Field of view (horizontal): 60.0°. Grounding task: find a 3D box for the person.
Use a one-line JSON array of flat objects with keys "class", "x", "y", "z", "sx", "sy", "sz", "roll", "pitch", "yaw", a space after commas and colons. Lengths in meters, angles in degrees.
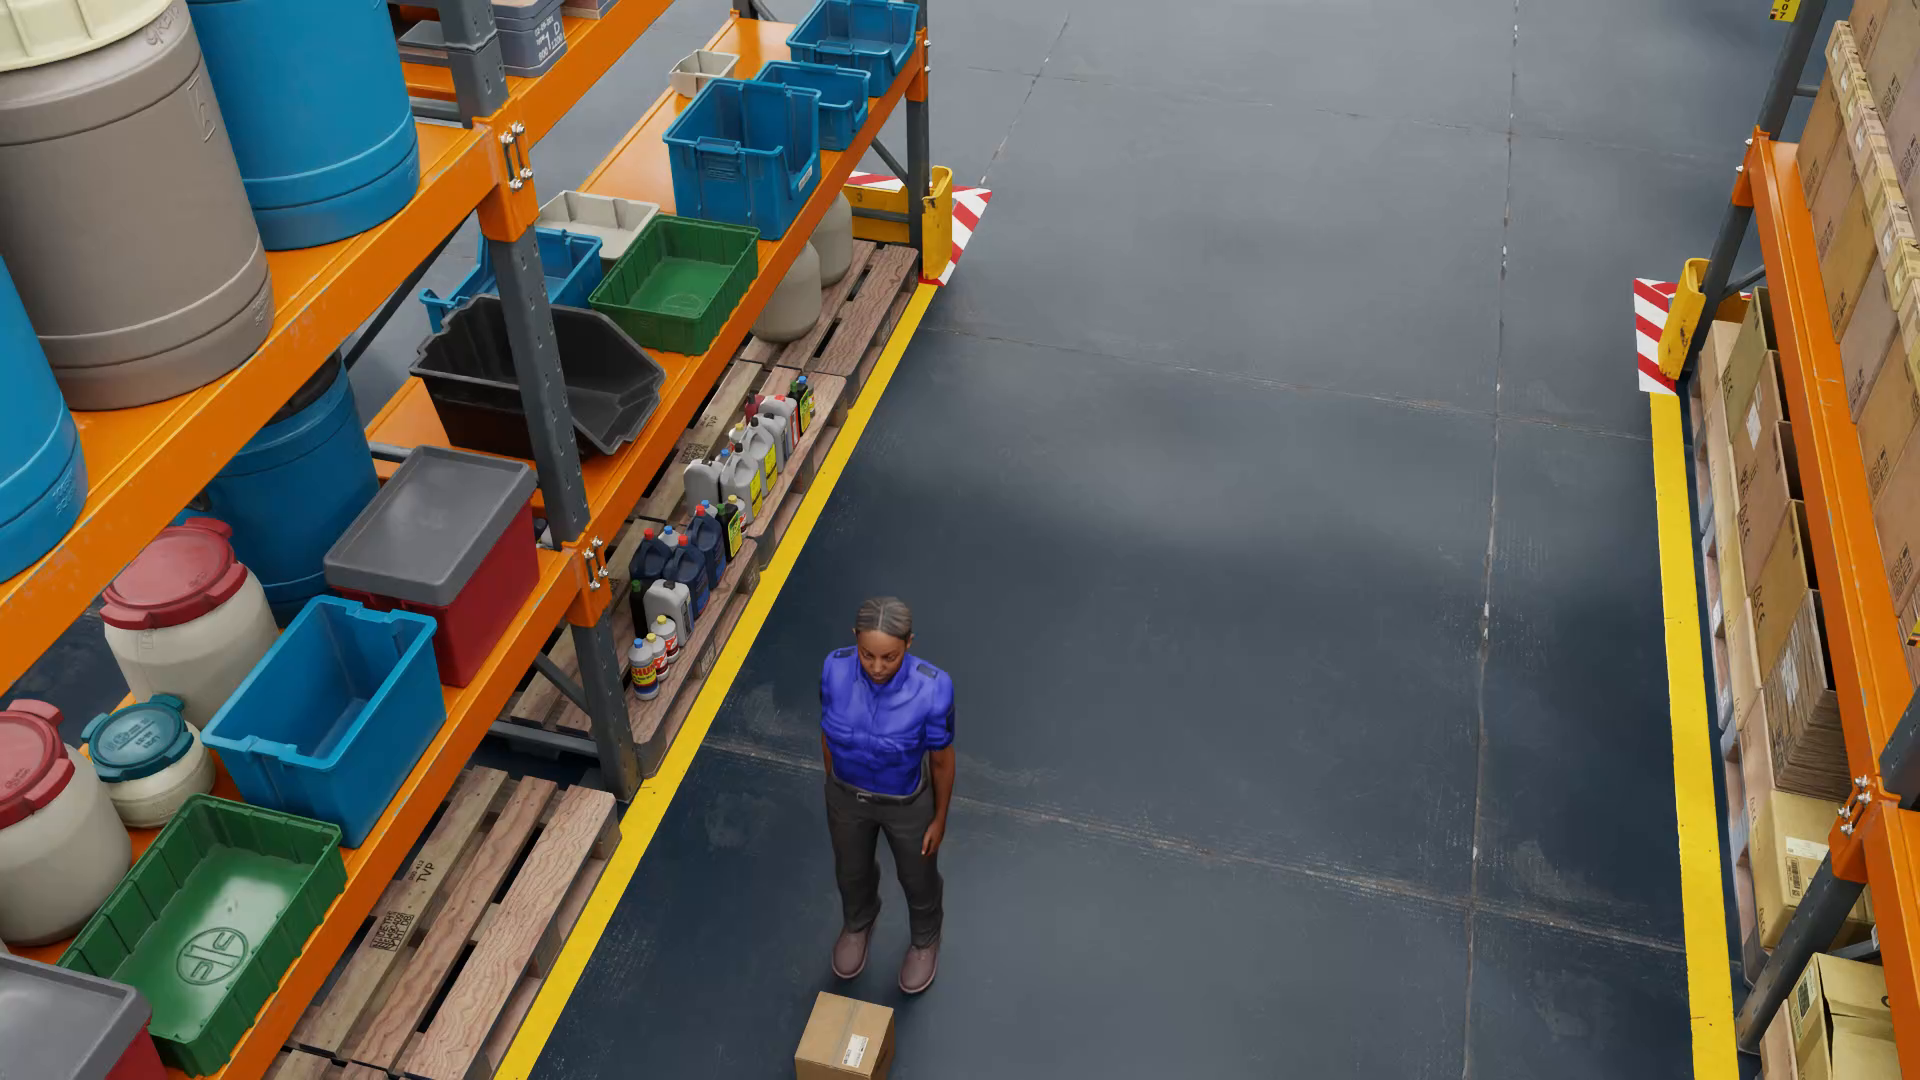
[{"class": "person", "x": -0.227, "y": 0.816, "z": 5.235, "sx": 0.436, "sy": 1.661, "sz": 0.309, "roll": 11, "pitch": 42, "yaw": 12}]
